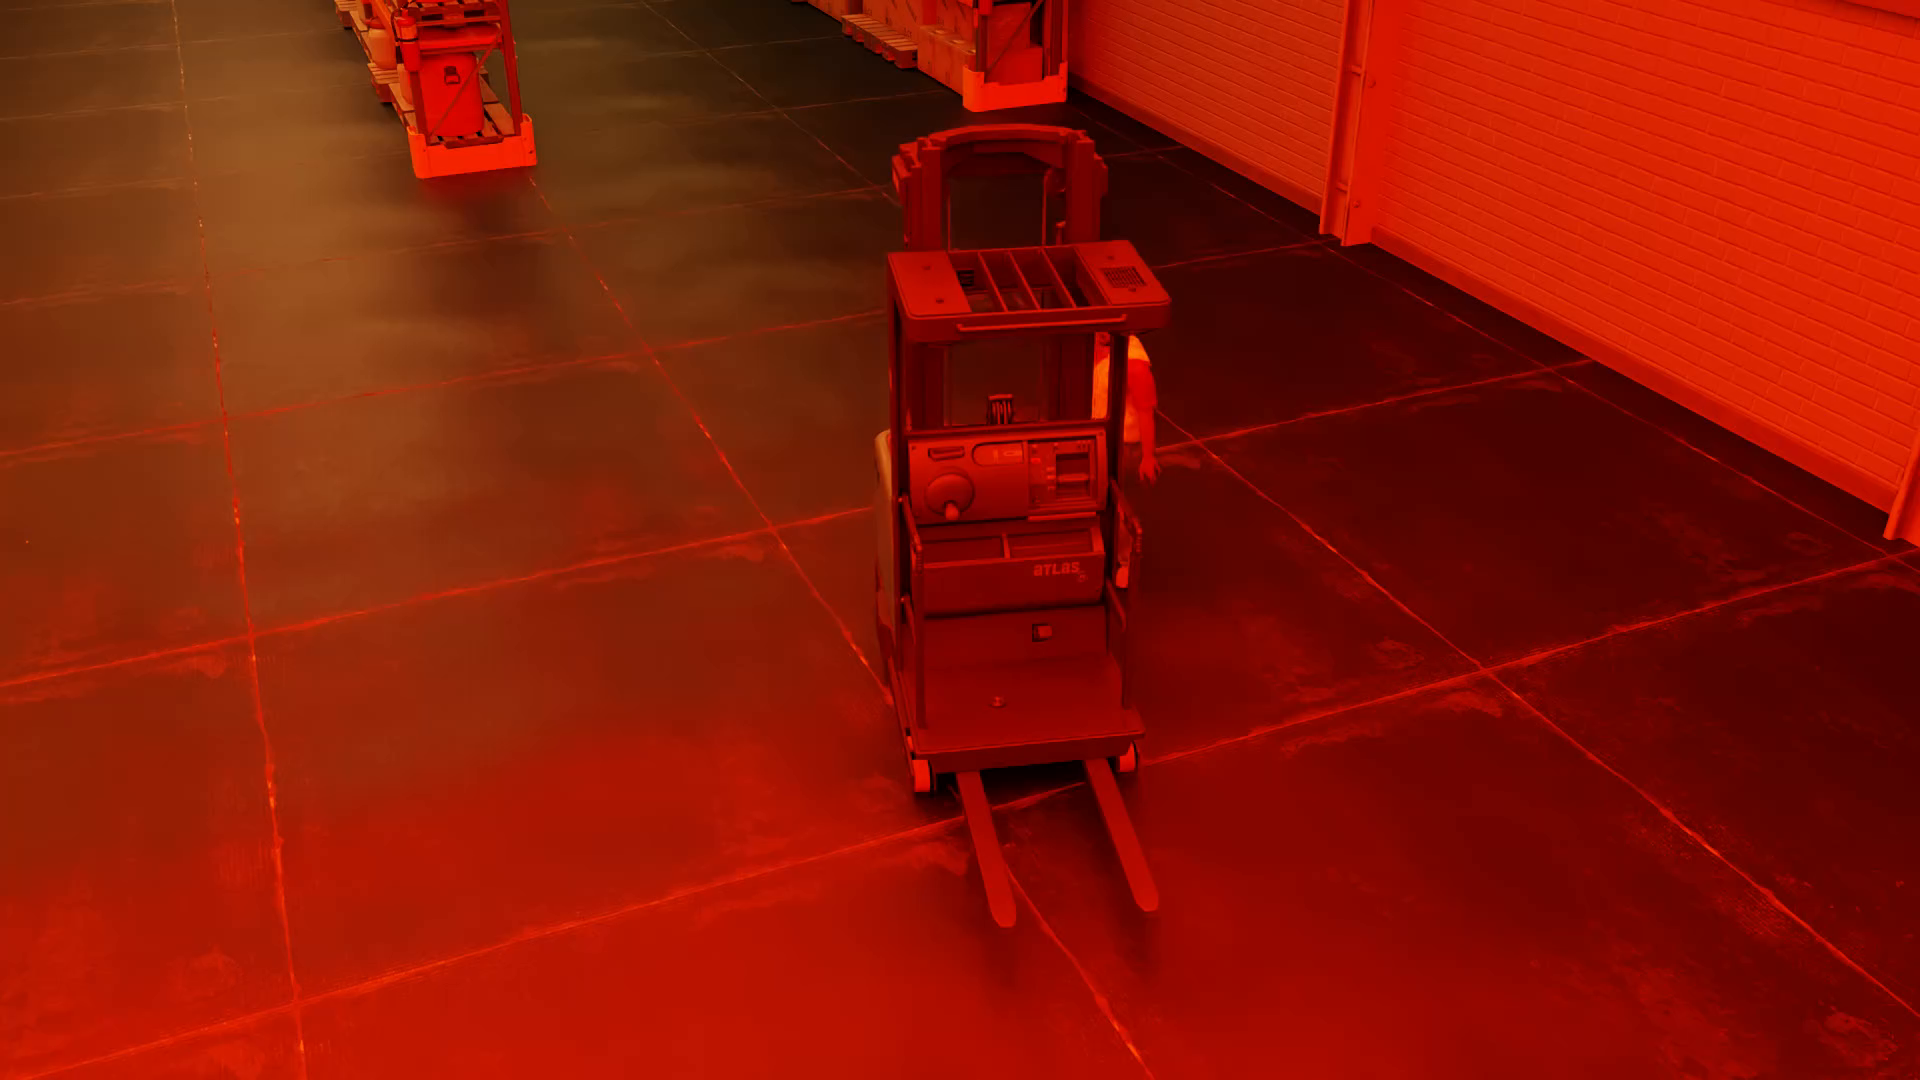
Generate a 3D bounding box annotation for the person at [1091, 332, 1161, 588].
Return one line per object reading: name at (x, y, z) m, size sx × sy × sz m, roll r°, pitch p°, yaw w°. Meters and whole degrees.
person at (0.889, -0.651, 9.536) m, size 0.488 × 1.736 × 0.905 m, roll -8°, pitch 31°, yaw -13°

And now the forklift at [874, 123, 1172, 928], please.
forklift at (0.262, -0.254, 7.564) m, size 1.130 × 2.935 × 3.031 m, roll -4°, pitch 30°, yaw -8°
